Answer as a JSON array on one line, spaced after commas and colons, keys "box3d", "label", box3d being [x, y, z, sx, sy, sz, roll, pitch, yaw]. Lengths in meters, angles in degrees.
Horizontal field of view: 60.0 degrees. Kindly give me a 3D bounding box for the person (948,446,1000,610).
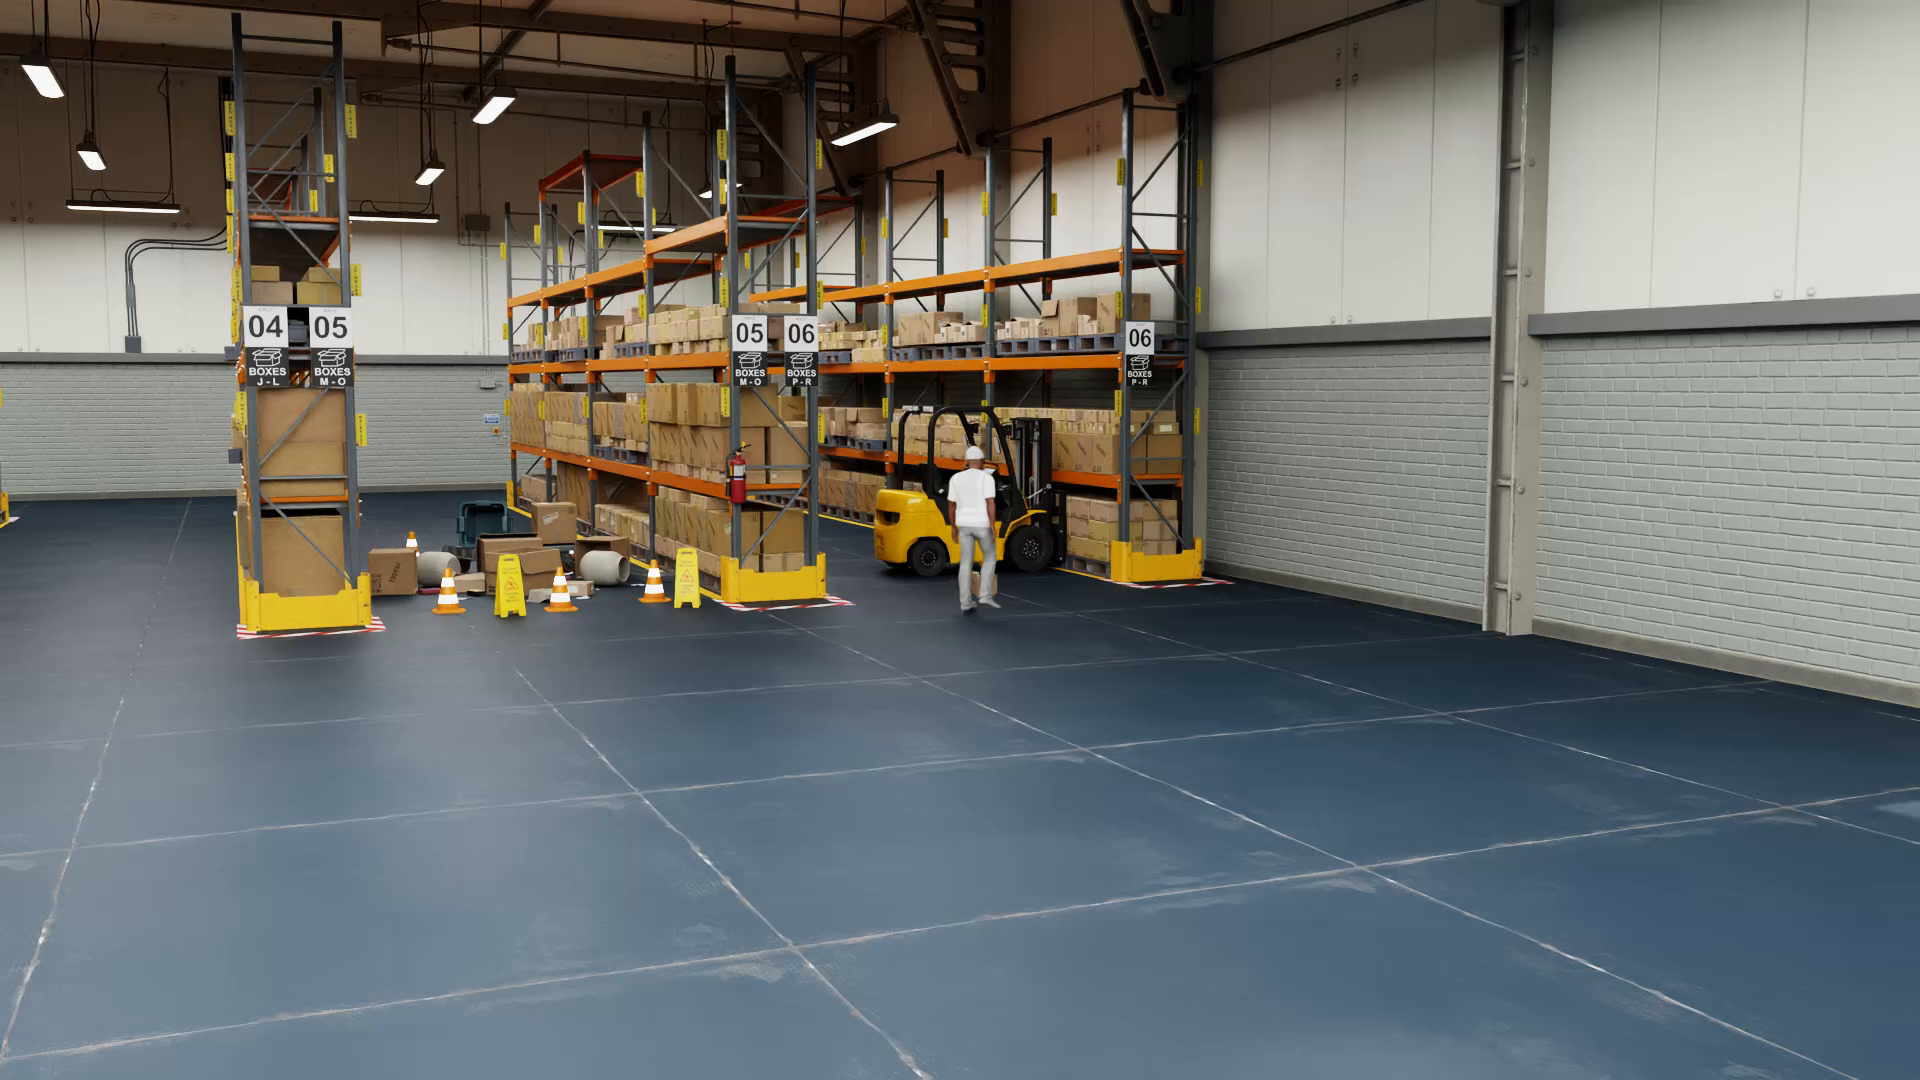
[{"box3d": [0.138, -0.115, 17.915, 0.606, 1.783, 0.564, 2, 6, 20], "label": "person"}]
